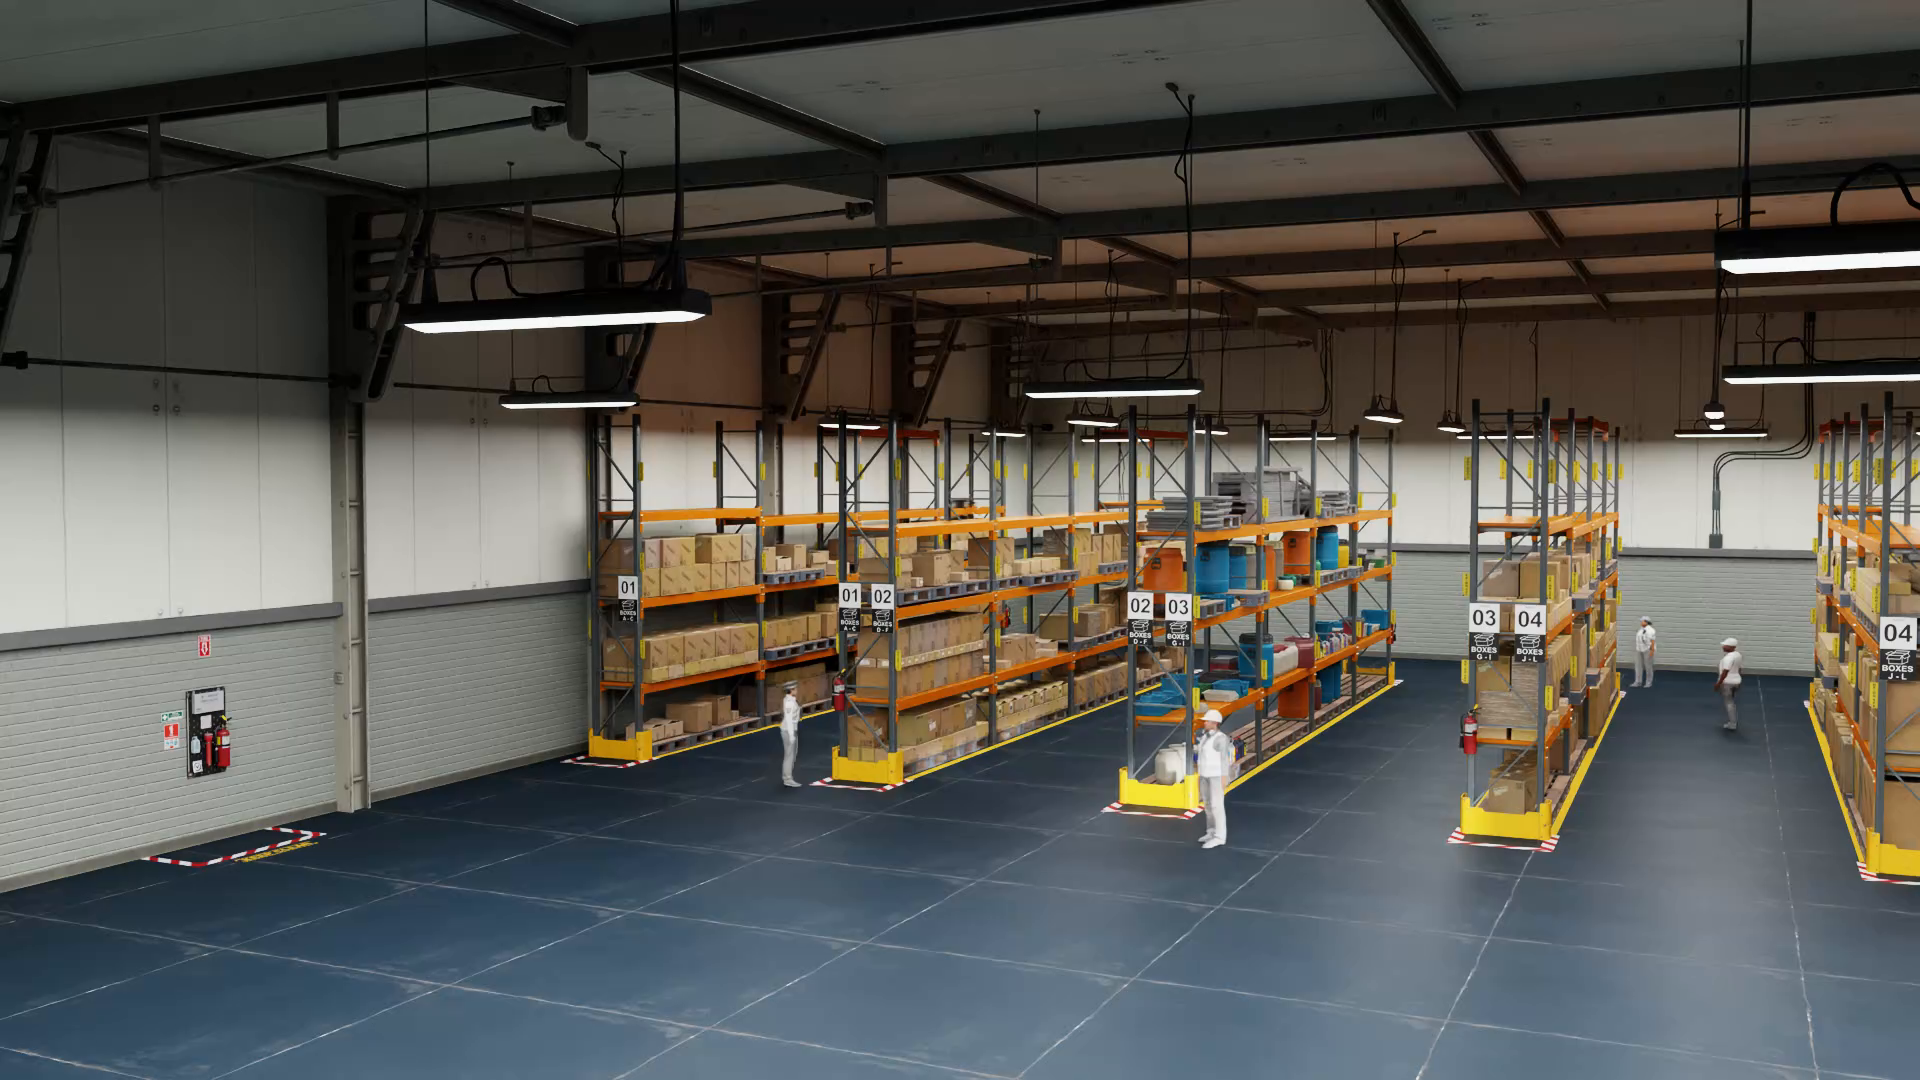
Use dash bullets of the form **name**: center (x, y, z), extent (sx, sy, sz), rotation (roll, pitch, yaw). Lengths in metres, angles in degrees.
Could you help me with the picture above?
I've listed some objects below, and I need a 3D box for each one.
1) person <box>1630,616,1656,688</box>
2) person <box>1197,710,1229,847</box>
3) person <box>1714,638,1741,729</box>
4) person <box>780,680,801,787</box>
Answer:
- **person**: center (15.919, 2.605, 38.662), extent (0.436, 1.682, 0.543), rotation (-1, 3, -25)
- **person**: center (3.373, 3.191, 22.417), extent (0.433, 1.784, 0.614), rotation (-1, 3, -23)
- **person**: center (14.918, 2.741, 32.281), extent (0.604, 1.692, 0.478), rotation (-1, 3, -22)
- **person**: center (-2.713, 3.111, 26.553), extent (0.337, 1.756, 0.577), rotation (0, 2, -5)
